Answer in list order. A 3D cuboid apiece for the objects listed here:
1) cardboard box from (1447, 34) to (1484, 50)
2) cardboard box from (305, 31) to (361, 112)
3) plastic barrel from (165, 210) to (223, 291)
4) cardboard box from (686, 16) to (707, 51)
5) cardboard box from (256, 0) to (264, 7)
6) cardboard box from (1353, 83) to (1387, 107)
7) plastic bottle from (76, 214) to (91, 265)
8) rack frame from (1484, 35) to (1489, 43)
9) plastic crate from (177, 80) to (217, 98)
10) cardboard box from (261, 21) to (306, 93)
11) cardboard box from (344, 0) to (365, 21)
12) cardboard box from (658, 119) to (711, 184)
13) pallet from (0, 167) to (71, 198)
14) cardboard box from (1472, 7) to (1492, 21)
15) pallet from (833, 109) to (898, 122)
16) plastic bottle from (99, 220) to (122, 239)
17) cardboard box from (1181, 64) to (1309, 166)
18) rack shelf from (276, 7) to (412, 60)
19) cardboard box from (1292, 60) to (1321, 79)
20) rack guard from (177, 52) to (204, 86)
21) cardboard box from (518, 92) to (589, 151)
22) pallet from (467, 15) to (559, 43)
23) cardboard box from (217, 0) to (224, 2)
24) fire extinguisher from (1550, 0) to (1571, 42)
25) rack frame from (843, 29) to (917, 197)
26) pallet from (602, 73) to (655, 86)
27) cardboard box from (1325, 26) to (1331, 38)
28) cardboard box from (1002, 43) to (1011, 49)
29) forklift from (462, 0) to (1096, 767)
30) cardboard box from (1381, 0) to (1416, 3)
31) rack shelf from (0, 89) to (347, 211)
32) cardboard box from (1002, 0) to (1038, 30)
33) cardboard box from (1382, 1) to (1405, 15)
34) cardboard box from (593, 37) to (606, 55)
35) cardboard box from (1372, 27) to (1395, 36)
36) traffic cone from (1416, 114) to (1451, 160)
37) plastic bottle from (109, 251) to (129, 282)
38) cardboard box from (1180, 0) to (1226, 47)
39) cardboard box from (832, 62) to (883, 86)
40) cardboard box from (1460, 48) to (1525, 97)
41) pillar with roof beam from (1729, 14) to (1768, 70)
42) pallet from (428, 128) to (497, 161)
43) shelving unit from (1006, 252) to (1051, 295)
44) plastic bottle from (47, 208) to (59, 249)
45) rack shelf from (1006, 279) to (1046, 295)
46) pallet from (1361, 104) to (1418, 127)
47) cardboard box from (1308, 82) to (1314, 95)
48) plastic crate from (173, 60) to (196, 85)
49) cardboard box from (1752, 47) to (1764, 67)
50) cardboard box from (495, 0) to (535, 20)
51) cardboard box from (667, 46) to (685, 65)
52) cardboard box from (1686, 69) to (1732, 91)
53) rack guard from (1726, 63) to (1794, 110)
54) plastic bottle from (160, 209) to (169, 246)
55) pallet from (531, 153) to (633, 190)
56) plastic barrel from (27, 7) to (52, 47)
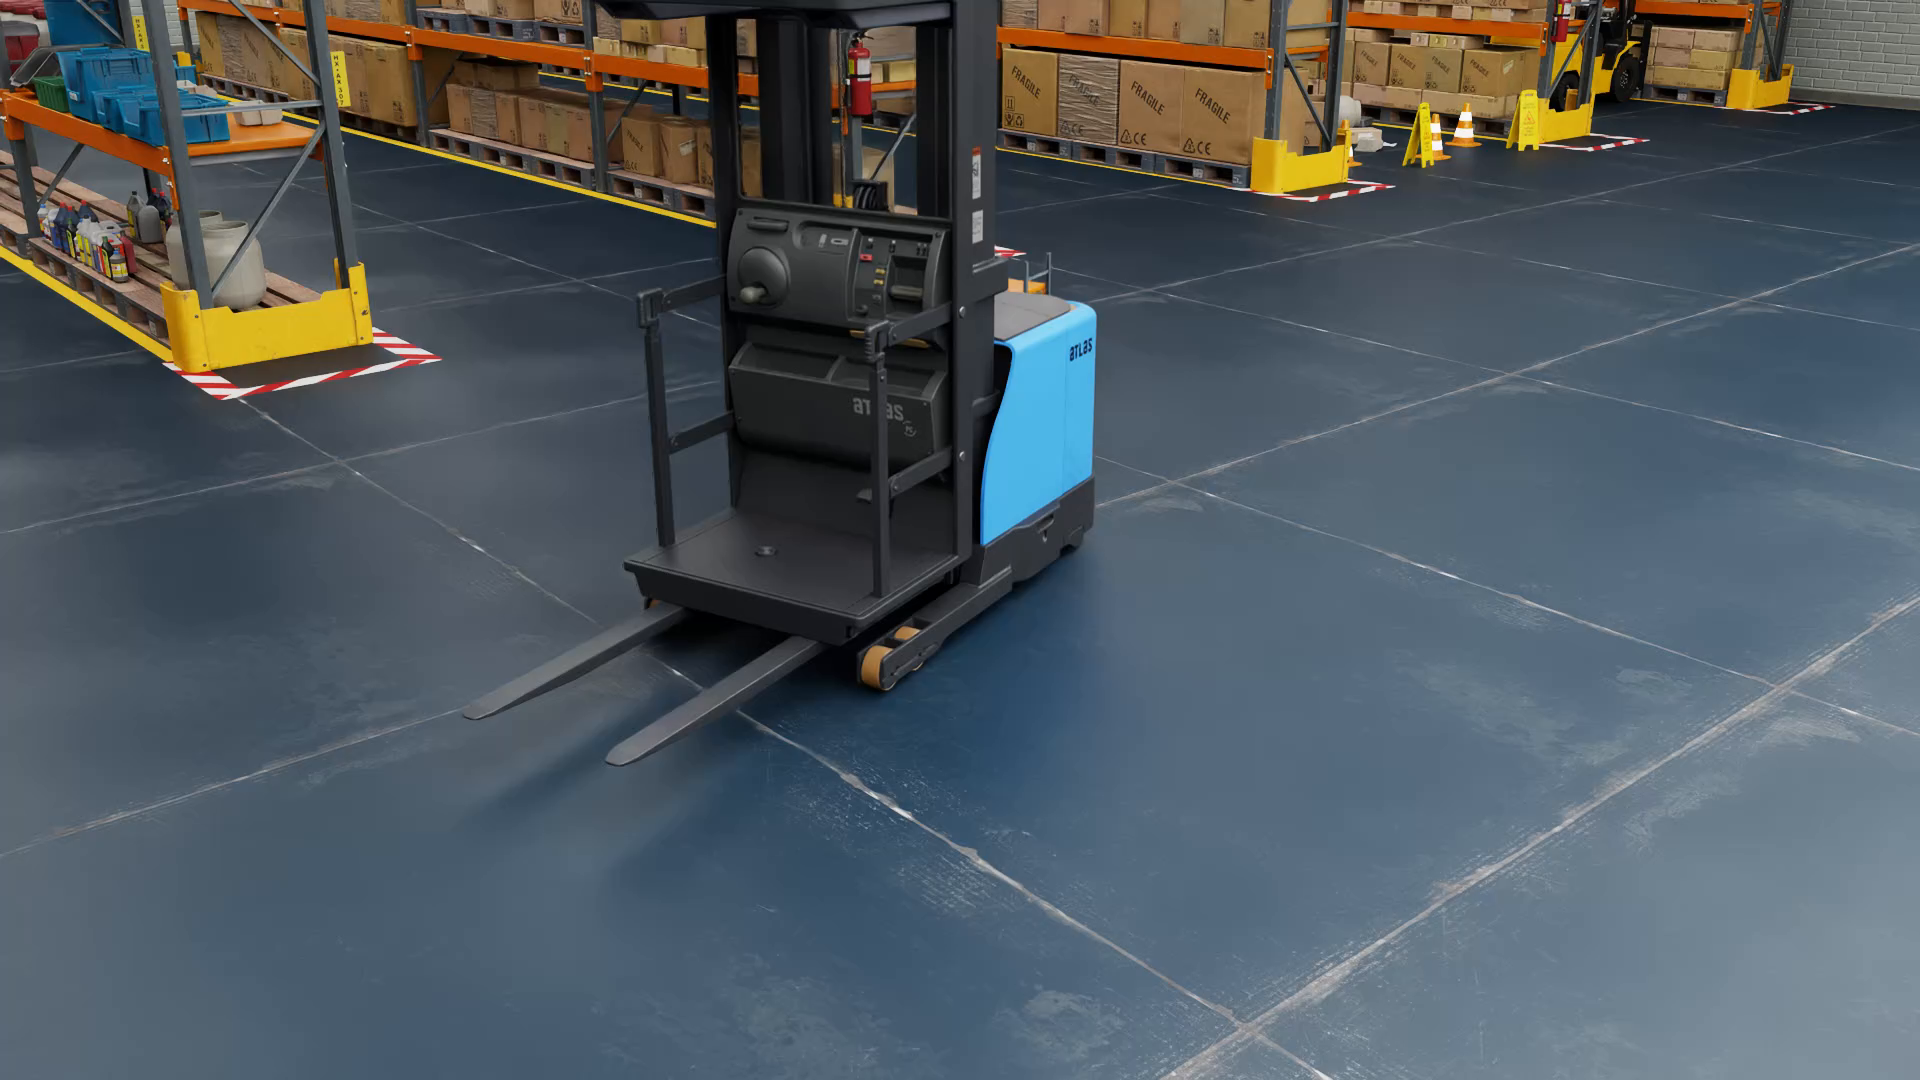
[{"bbox_3d":[6.011,-5.924,19.772,0.380,0.149,0.250,-16,27,-36],"label":"cardboard box"},{"bbox_3d":[-7.302,-5.856,20.661,1.225,0.875,0.875,-19,28,-39],"label":"cardboard box"},{"bbox_3d":[-5.053,-1.914,11.092,0.421,0.512,0.421,0,21,0],"label":"plastic barrel"},{"bbox_3d":[-1.853,-4.496,14.305,0.875,0.500,0.500,-17,27,-37],"label":"cardboard box"},{"bbox_3d":[-8.935,-7.029,21.663,0.380,0.149,0.250,-17,27,-36],"label":"cardboard box"},{"bbox_3d":[5.297,-5.615,20.901,0.500,0.250,0.500,-18,28,-38],"label":"cardboard box"},{"bbox_3d":[-6.236,-2.160,11.914,0.144,0.351,0.185,-18,27,-38],"label":"plastic bottle"},{"bbox_3d":[8.169,-8.400,24.819,1.000,3.000,0.127,-17,27,-37],"label":"rack frame"},{"bbox_3d":[-5.597,-3.168,11.822,0.530,0.136,0.437,-17,27,-37],"label":"plastic crate"},{"bbox_3d":[-8.689,-6.476,22.244,0.875,0.875,0.875,-17,27,-37],"label":"cardboard box"},{"bbox_3d":[-6.880,-6.369,19.496,0.500,0.500,0.500,-19,28,-39],"label":"cardboard box"},{"bbox_3d":[-2.487,-3.614,15.449,0.500,0.500,0.500,-9,23,-21],"label":"cardboard box"},{"bbox_3d":[-8.984,-3.263,15.525,1.003,0.211,1.213,-17,27,-37],"label":"pallet"},{"bbox_3d":[6.215,-6.168,19.462,0.380,0.149,0.250,-18,28,-38],"label":"cardboard box"},{"bbox_3d":[-1.427,-5.582,21.447,1.003,0.211,1.213,-17,27,-37],"label":"pallet"},{"bbox_3d":[-6.140,-2.167,12.035,0.152,0.276,0.135,-17,27,-37],"label":"plastic bottle"},{"bbox_3d":[2.845,-4.284,16.647,0.875,0.875,0.875,-17,27,-37],"label":"cardboard box"},{"bbox_3d":[-7.013,-6.181,20.139,1.077,0.370,4.000,-17,27,-37],"label":"rack shelf"},{"bbox_3d":[4.591,-6.255,21.507,0.500,0.500,0.500,-16,26,-35],"label":"cardboard box"},{"bbox_3d":[-10.946,-7.017,24.713,1.175,0.500,0.348,-17,27,-37],"label":"rack guard"},{"bbox_3d":[-4.144,-4.365,17.340,0.500,0.500,0.700,20,29,41],"label":"cardboard box"},{"bbox_3d":[-4.385,-5.337,17.261,1.003,0.211,1.213,-17,27,-37],"label":"pallet"},{"bbox_3d":[-9.943,-7.456,22.751,0.380,0.149,0.250,-18,28,-39],"label":"cardboard box"},{"bbox_3d":[6.747,-5.935,18.631,0.296,0.674,0.183,-17,27,-37],"label":"fire extinguisher"},{"bbox_3d":[-0.486,-3.753,12.954,1.000,3.000,0.127,-17,27,-37],"label":"rack frame"},{"bbox_3d":[-4.961,-7.100,25.323,1.003,0.211,1.213,-17,27,-37],"label":"pallet"},{"bbox_3d":[4.627,-6.508,21.264,0.380,0.149,0.250,-17,27,-37],"label":"cardboard box"},{"bbox_3d":[0.833,-7.987,26.101,0.875,0.875,0.875,-17,27,-37],"label":"cardboard box"},{"bbox_3d":[-0.576,-1.003,6.026,1.130,2.935,3.031,12,24,28],"label":"forklift"},{"bbox_3d":[5.495,-6.805,20.200,0.500,0.500,0.500,-17,27,-37],"label":"cardboard box"},{"bbox_3d":[-5.544,-2.792,11.486,1.077,0.370,4.000,-17,27,-37],"label":"rack shelf"},{"bbox_3d":[0.976,-5.982,18.439,0.875,0.550,0.550,-17,27,-37],"label":"cardboard box"},{"bbox_3d":[5.387,-6.519,20.359,0.380,0.149,0.250,-18,27,-38],"label":"cardboard box"},{"bbox_3d":[-3.184,-4.611,15.487,0.380,0.149,0.250,-17,27,-37],"label":"cardboard box"},{"bbox_3d":[6.826,-8.055,26.617,0.875,0.625,0.625,-19,28,-40],"label":"cardboard box"},{"bbox_3d":[5.145,-4.385,18.045,0.336,0.463,0.334,-17,27,-37],"label":"traffic cone"},{"bbox_3d":[-5.769,-1.879,11.403,0.097,0.201,0.097,0,21,0],"label":"plastic bottle"},{"bbox_3d":[2.686,-5.215,16.479,0.875,0.550,0.550,-17,27,-37],"label":"cardboard box"},{"bbox_3d":[-0.828,-3.666,13.076,0.380,0.149,0.250,-17,27,-37],"label":"cardboard box"},{"bbox_3d":[6.301,-5.536,19.672,0.500,0.500,0.500,-17,27,-37],"label":"cardboard box"},{"bbox_3d":[7.747,-9.471,19.325,9.100,9.000,0.400,-17,27,-37],"label":"pillar with roof beam"},{"bbox_3d":[-5.199,-4.449,18.554,1.003,0.211,1.213,-17,27,-37],"label":"pallet"},{"bbox_3d":[0.134,-0.746,7.744,0.503,1.200,0.258,12,24,27],"label":"shelving unit"},{"bbox_3d":[-6.741,-2.341,12.479,0.152,0.276,0.135,-16,27,-36],"label":"plastic bottle"},{"bbox_3d":[0.134,-1.112,7.600,0.480,0.148,0.258,12,24,27],"label":"rack shelf"},{"bbox_3d":[5.676,-5.405,20.994,1.003,0.211,1.213,-17,27,-37],"label":"pallet"},{"bbox_3d":[4.079,-5.435,20.672,0.500,0.500,0.500,0,21,-1],"label":"cardboard box"},{"bbox_3d":[-5.921,-3.369,12.177,0.499,0.251,0.616,-17,27,-37],"label":"plastic crate"},{"bbox_3d":[10.630,-6.623,22.789,0.500,0.250,0.500,-17,27,-36],"label":"cardboard box"},{"bbox_3d":[-4.298,-5.559,16.847,0.797,0.503,0.637,-14,26,-32],"label":"cardboard box"},{"bbox_3d":[-2.350,-4.271,14.620,0.380,0.149,0.250,-17,27,-37],"label":"cardboard box"},{"bbox_3d":[10.234,-6.265,22.561,0.500,0.250,0.500,-17,27,-37],"label":"cardboard box"},{"bbox_3d":[10.795,-6.125,22.436,1.175,0.500,0.348,-17,27,-37],"label":"rack guard"},{"bbox_3d":[-5.935,-2.337,12.458,0.061,0.283,0.133,-17,27,-37],"label":"plastic bottle"},{"bbox_3d":[-3.606,-3.775,16.833,1.003,0.211,1.213,-17,27,-37],"label":"pallet"},{"bbox_3d":[-7.308,-4.059,13.549,0.433,0.535,0.433,0,21,0],"label":"plastic barrel"}]
